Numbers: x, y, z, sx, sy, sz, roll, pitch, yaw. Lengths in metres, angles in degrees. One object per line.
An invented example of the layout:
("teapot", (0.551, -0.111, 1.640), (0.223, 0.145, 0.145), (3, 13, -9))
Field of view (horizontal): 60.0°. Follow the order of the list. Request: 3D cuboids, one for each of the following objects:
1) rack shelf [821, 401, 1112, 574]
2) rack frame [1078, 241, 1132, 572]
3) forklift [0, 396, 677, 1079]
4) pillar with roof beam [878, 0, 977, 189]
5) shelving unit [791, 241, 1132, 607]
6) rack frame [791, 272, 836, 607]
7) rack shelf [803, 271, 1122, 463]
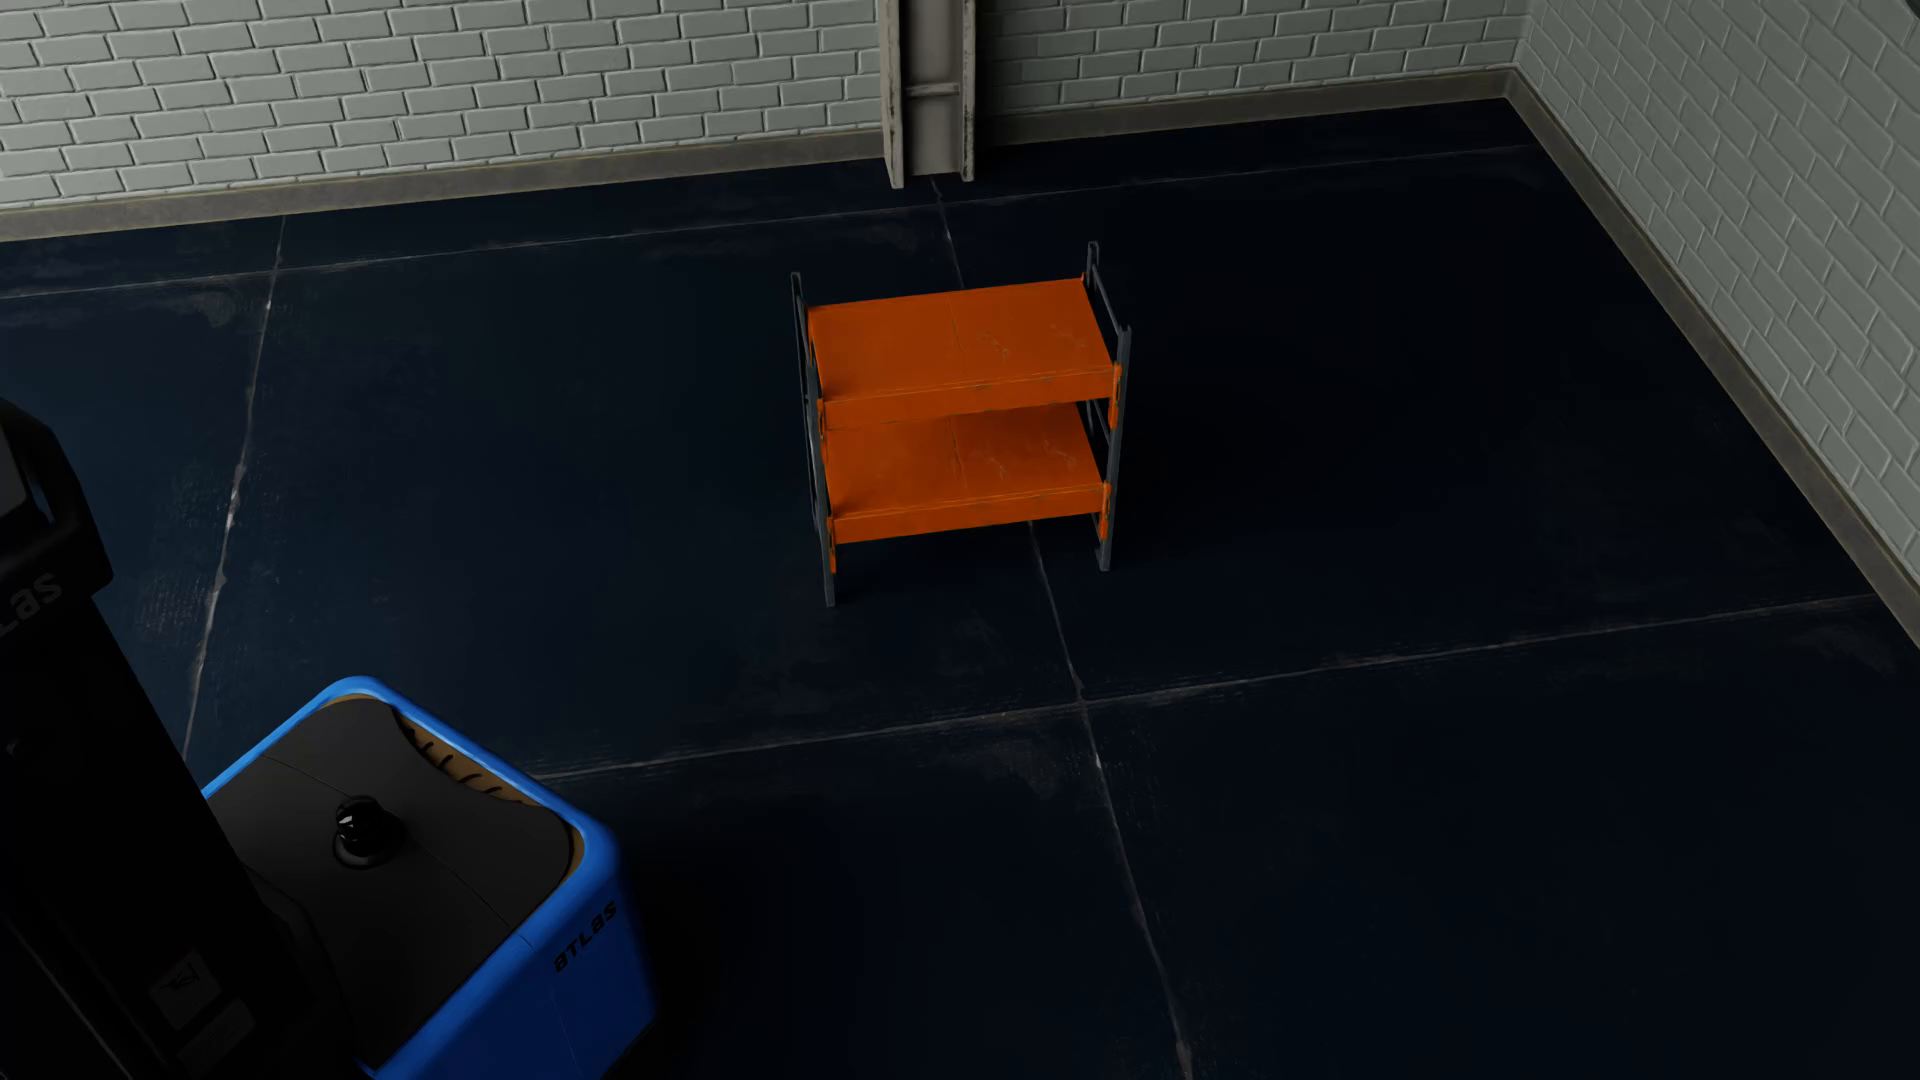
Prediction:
("rack shelf", (-0.007, -0.220, 6.020), (1.000, 0.278, 0.538), (-7, 46, -7))
("rack frame", (0.494, -0.452, 5.904), (0.032, 1.125, 0.500), (-7, 46, -7))
("forklift", (-2.060, 1.136, 3.120), (1.130, 2.935, 3.031), (26, 52, 23))
("pillar with roof beam", (0.585, -1.859, 1.792), (0.400, 9.000, 9.100), (-7, 46, -7))
("shelving unit", (-0.007, -0.389, 5.844), (1.048, 1.125, 0.538), (-7, 46, -7))
("rack frame", (-0.508, -0.327, 5.784), (0.032, 1.125, 0.500), (-7, 46, -7))
("rack shelf", (-0.007, -0.593, 5.633), (1.000, 0.278, 0.538), (-7, 46, -7))
